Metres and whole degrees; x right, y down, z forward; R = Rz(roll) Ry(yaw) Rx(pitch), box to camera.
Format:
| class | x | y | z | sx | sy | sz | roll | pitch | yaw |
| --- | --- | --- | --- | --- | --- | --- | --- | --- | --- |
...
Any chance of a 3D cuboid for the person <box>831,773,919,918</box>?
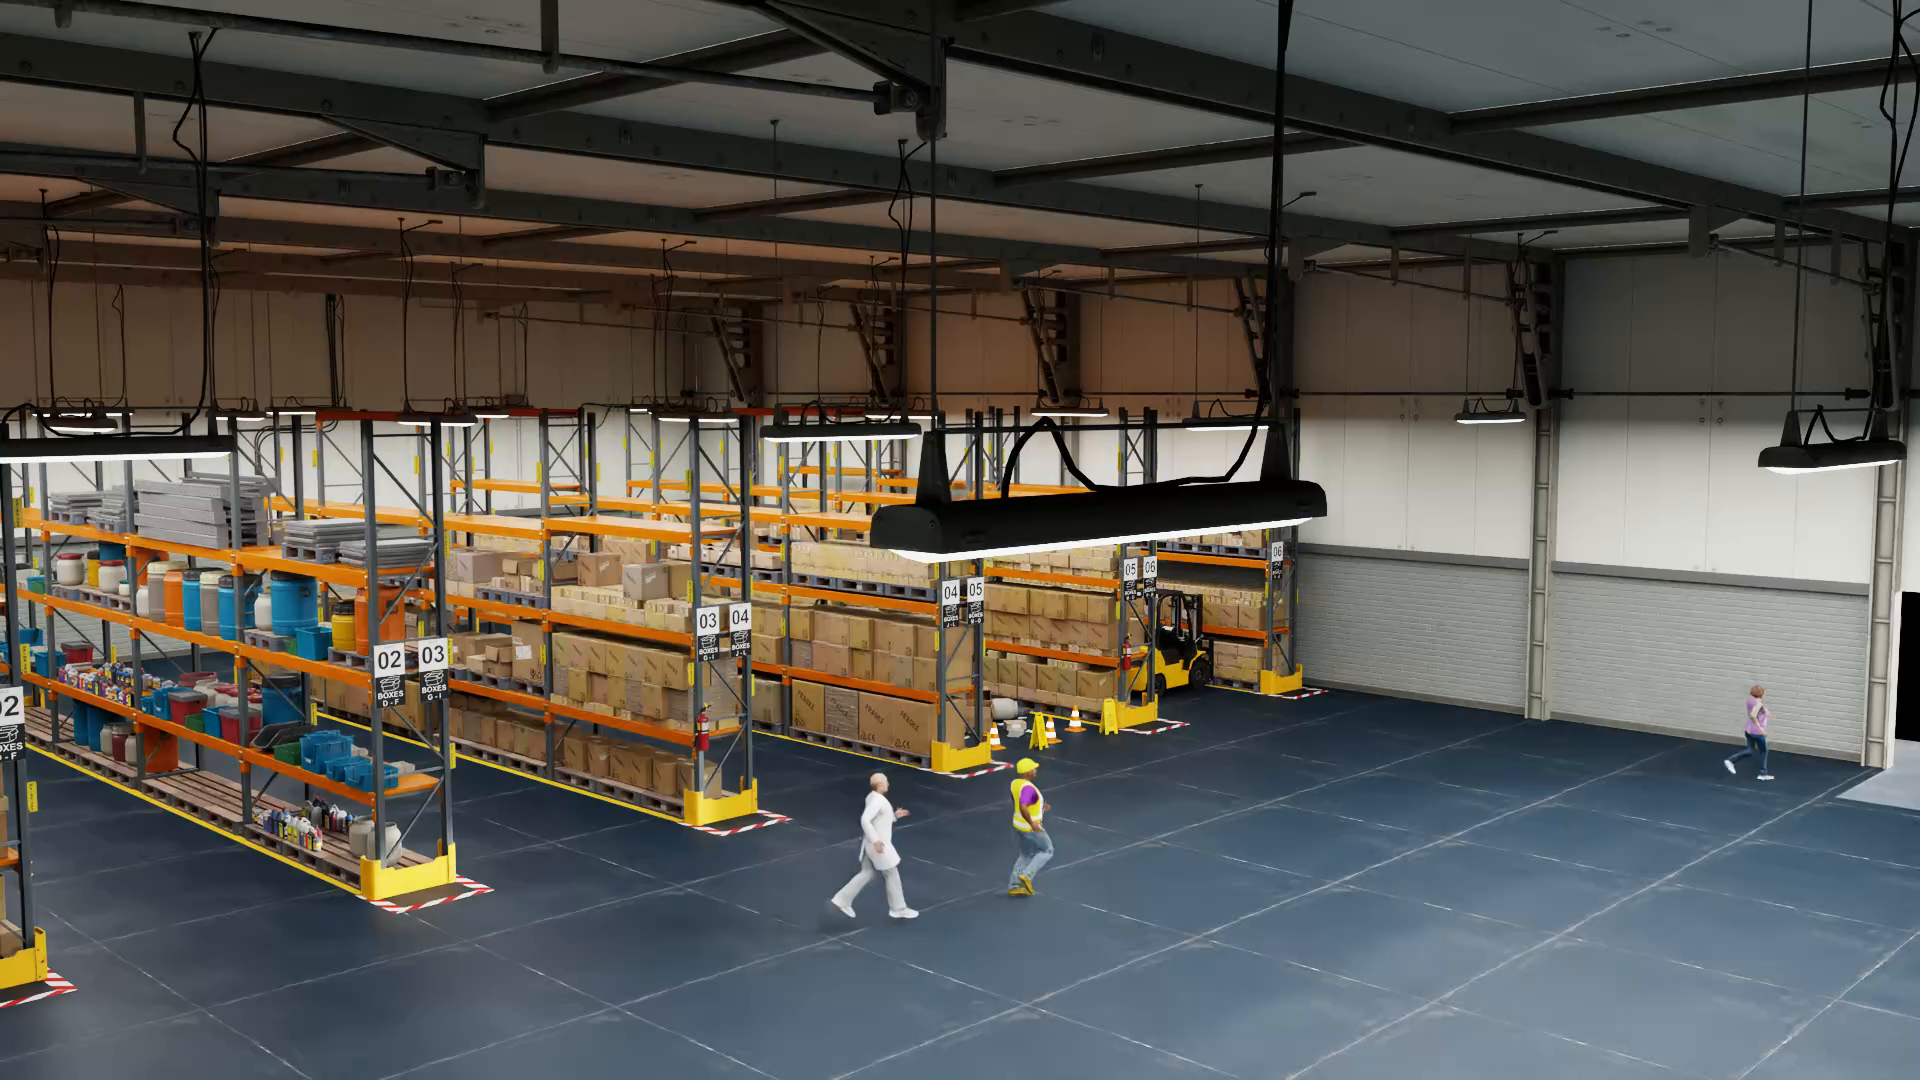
| class | x | y | z | sx | sy | sz | roll | pitch | yaw |
| --- | --- | --- | --- | --- | --- | --- | --- | --- | --- |
| person | -1.010 | 3.654 | 19.807 | 1.064 | 1.771 | 0.699 | -2 | 5 | -18 |

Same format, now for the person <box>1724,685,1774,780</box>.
| class | x | y | z | sx | sy | sz | roll | pitch | yaw |
| --- | --- | --- | --- | --- | --- | --- | --- | --- | --- |
| person | 12.898 | 3.146 | 27.073 | 0.804 | 1.552 | 0.538 | 0 | 5 | -1 |

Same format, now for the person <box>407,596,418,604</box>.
| class | x | y | z | sx | sy | sz | roll | pitch | yaw |
| --- | --- | --- | --- | --- | --- | --- | --- | --- | --- |
| person | -12.703 | 2.098 | 38.333 | 0.577 | 1.690 | 0.755 | 0 | 5 | -1 |

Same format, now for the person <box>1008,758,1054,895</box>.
| class | x | y | z | sx | sy | sz | roll | pitch | yaw |
| --- | --- | --- | --- | --- | --- | --- | --- | --- | --- |
| person | 0.902 | 3.599 | 20.933 | 0.634 | 1.726 | 0.683 | -2 | 6 | -25 |

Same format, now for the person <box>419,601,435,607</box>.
| class | x | y | z | sx | sy | sz | roll | pitch | yaw |
| --- | --- | --- | --- | --- | --- | --- | --- | --- | --- |
| person | -12.816 | 2.026 | 39.606 | 0.640 | 1.598 | 0.530 | 3 | 6 | 29 |
